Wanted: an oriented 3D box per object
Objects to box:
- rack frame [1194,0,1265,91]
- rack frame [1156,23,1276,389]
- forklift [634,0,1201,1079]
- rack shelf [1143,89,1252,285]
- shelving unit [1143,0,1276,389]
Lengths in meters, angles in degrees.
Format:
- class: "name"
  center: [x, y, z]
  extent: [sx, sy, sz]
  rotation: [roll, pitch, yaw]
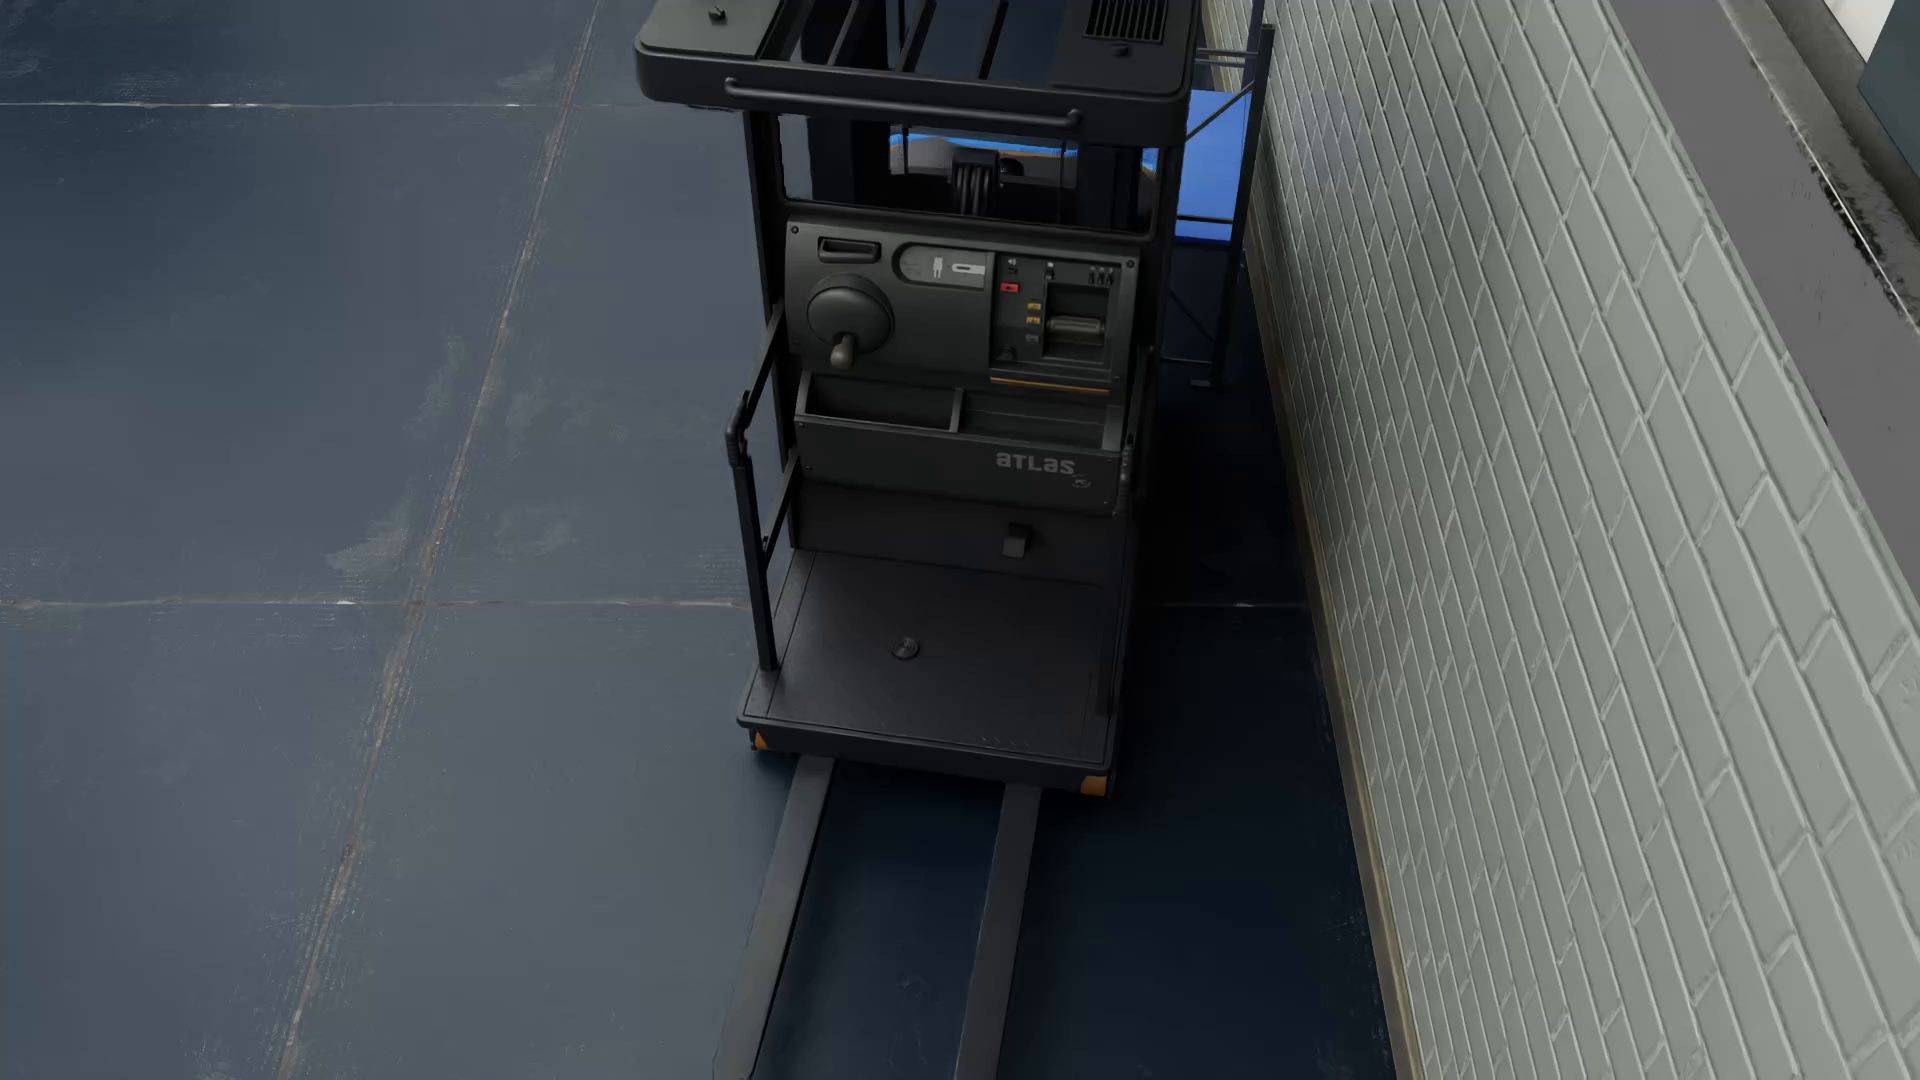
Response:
- class: "rack frame"
  center: [0.894, -1.855, 6.452]
  extent: [0.500, 1.500, 0.032]
  rotation: [6, 47, 6]
- class: "rack frame"
  center: [0.738, -1.120, 5.768]
  extent: [0.500, 1.500, 0.032]
  rotation: [6, 47, 6]
- class: "forklift"
  center: [-0.035, -0.517, 4.229]
  extent: [1.130, 2.935, 3.031]
  rotation: [7, 47, 6]
- class: "rack shelf"
  center: [0.816, -1.365, 6.241]
  extent: [0.538, 0.185, 1.000]
  rotation: [6, 47, 6]
- class: "shelving unit"
  center: [0.816, -1.487, 6.110]
  extent: [0.538, 1.500, 1.048]
  rotation: [6, 47, 6]
